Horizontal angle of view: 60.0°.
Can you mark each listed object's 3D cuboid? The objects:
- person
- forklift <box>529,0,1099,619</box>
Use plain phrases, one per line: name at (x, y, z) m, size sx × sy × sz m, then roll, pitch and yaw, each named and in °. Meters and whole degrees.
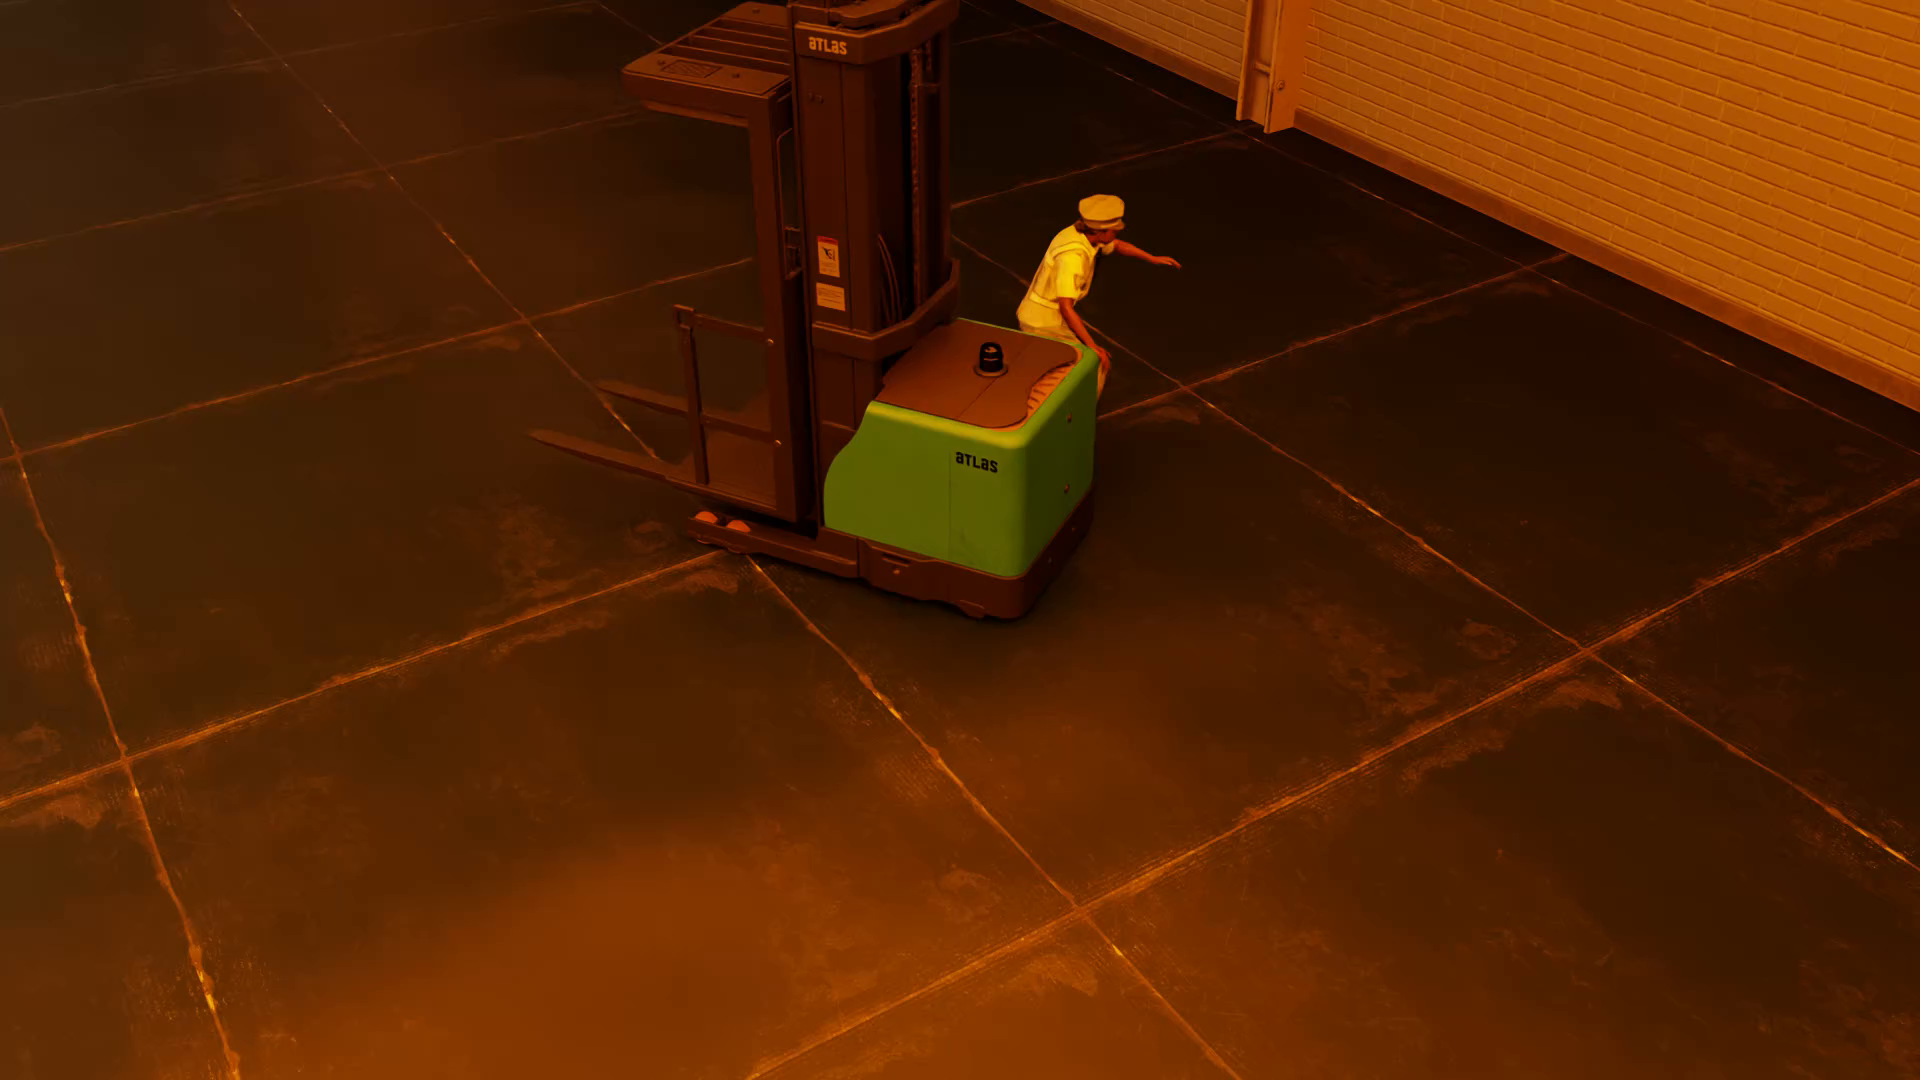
person at (0.742, -1.111, 9.063) m, size 0.898 × 1.422 × 1.095 m, roll 3°, pitch 35°, yaw 4°
forklift at (-0.858, -1.387, 8.122) m, size 3.031 × 2.935 × 1.130 m, roll 15°, pitch 38°, yaw 21°
